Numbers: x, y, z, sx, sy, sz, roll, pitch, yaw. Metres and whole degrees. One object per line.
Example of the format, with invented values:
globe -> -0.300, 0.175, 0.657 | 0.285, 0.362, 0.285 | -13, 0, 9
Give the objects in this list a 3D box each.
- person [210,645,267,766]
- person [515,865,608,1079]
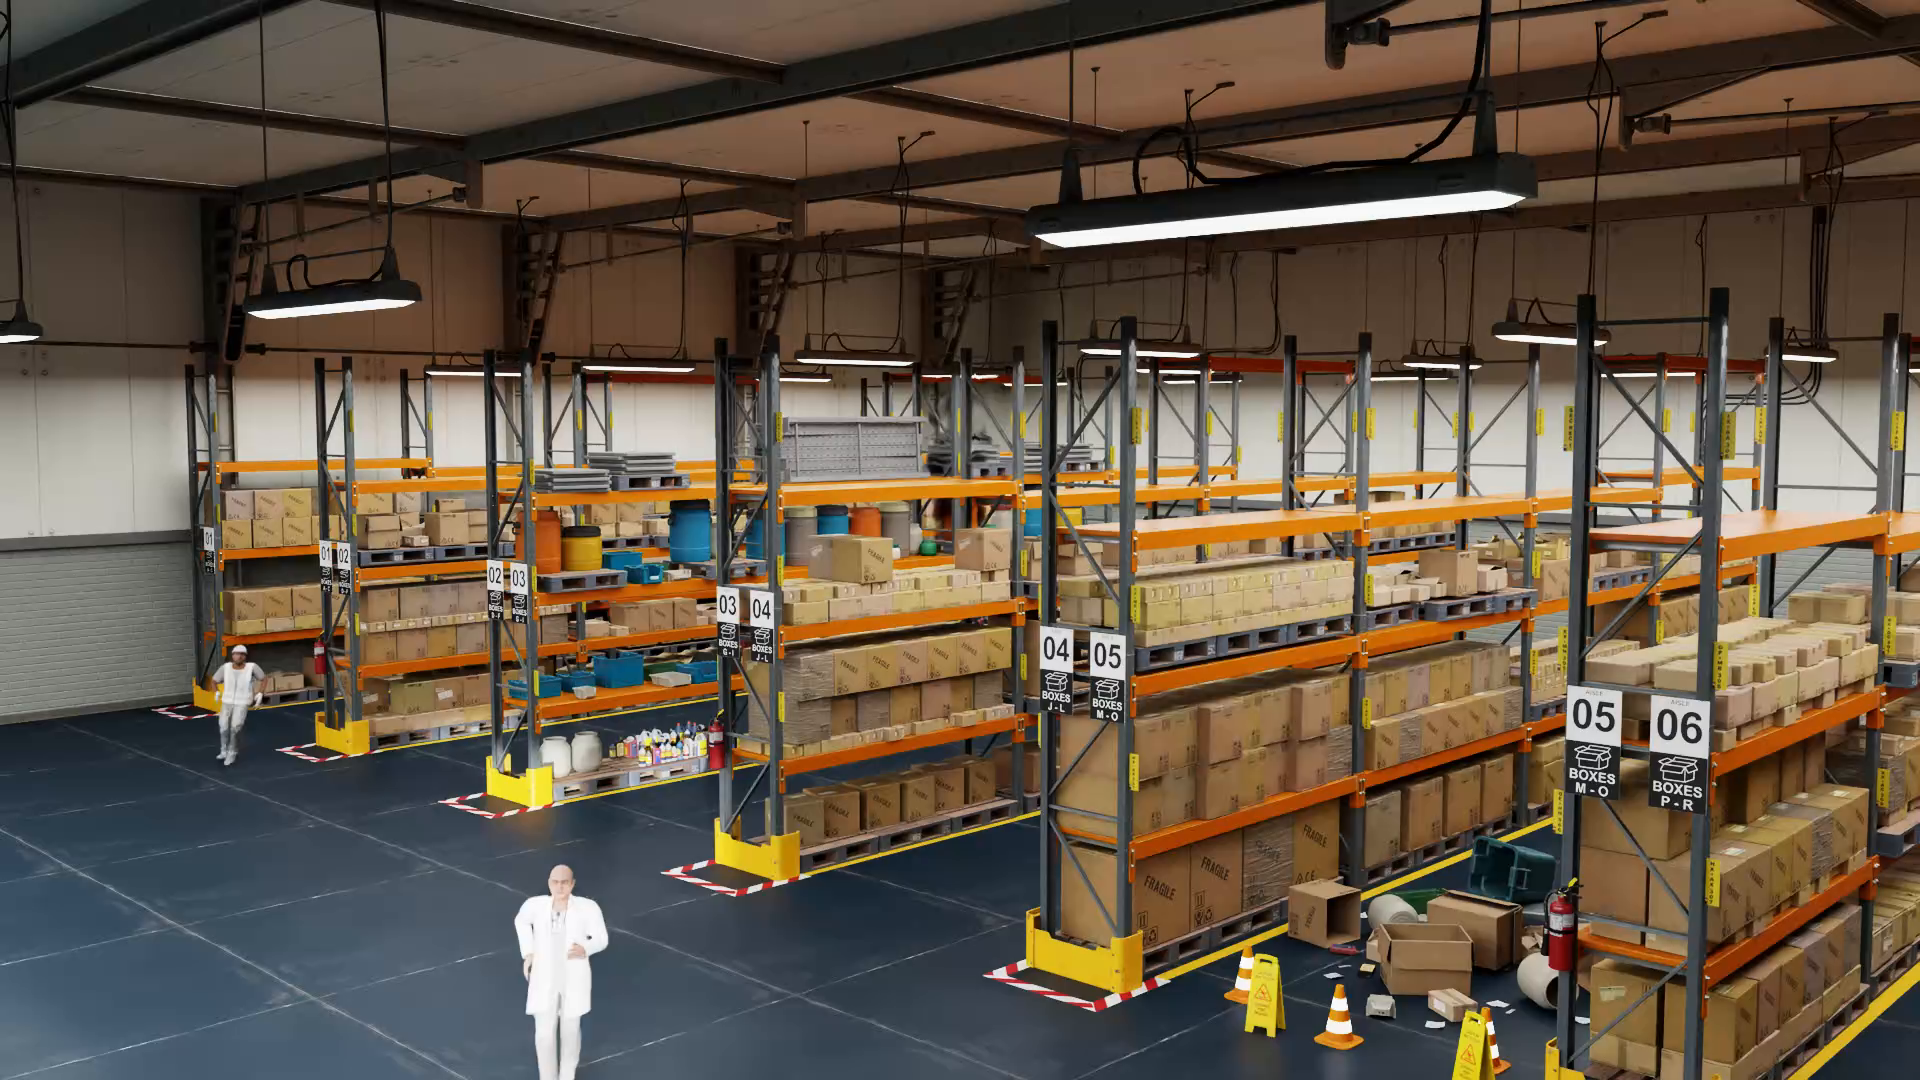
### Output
person -> -10.643, 2.425, 24.485 | 0.744, 1.769, 0.649 | -1, 4, -8
person -> -2.972, 3.330, 12.417 | 0.688, 1.850, 0.881 | -1, 4, -11
